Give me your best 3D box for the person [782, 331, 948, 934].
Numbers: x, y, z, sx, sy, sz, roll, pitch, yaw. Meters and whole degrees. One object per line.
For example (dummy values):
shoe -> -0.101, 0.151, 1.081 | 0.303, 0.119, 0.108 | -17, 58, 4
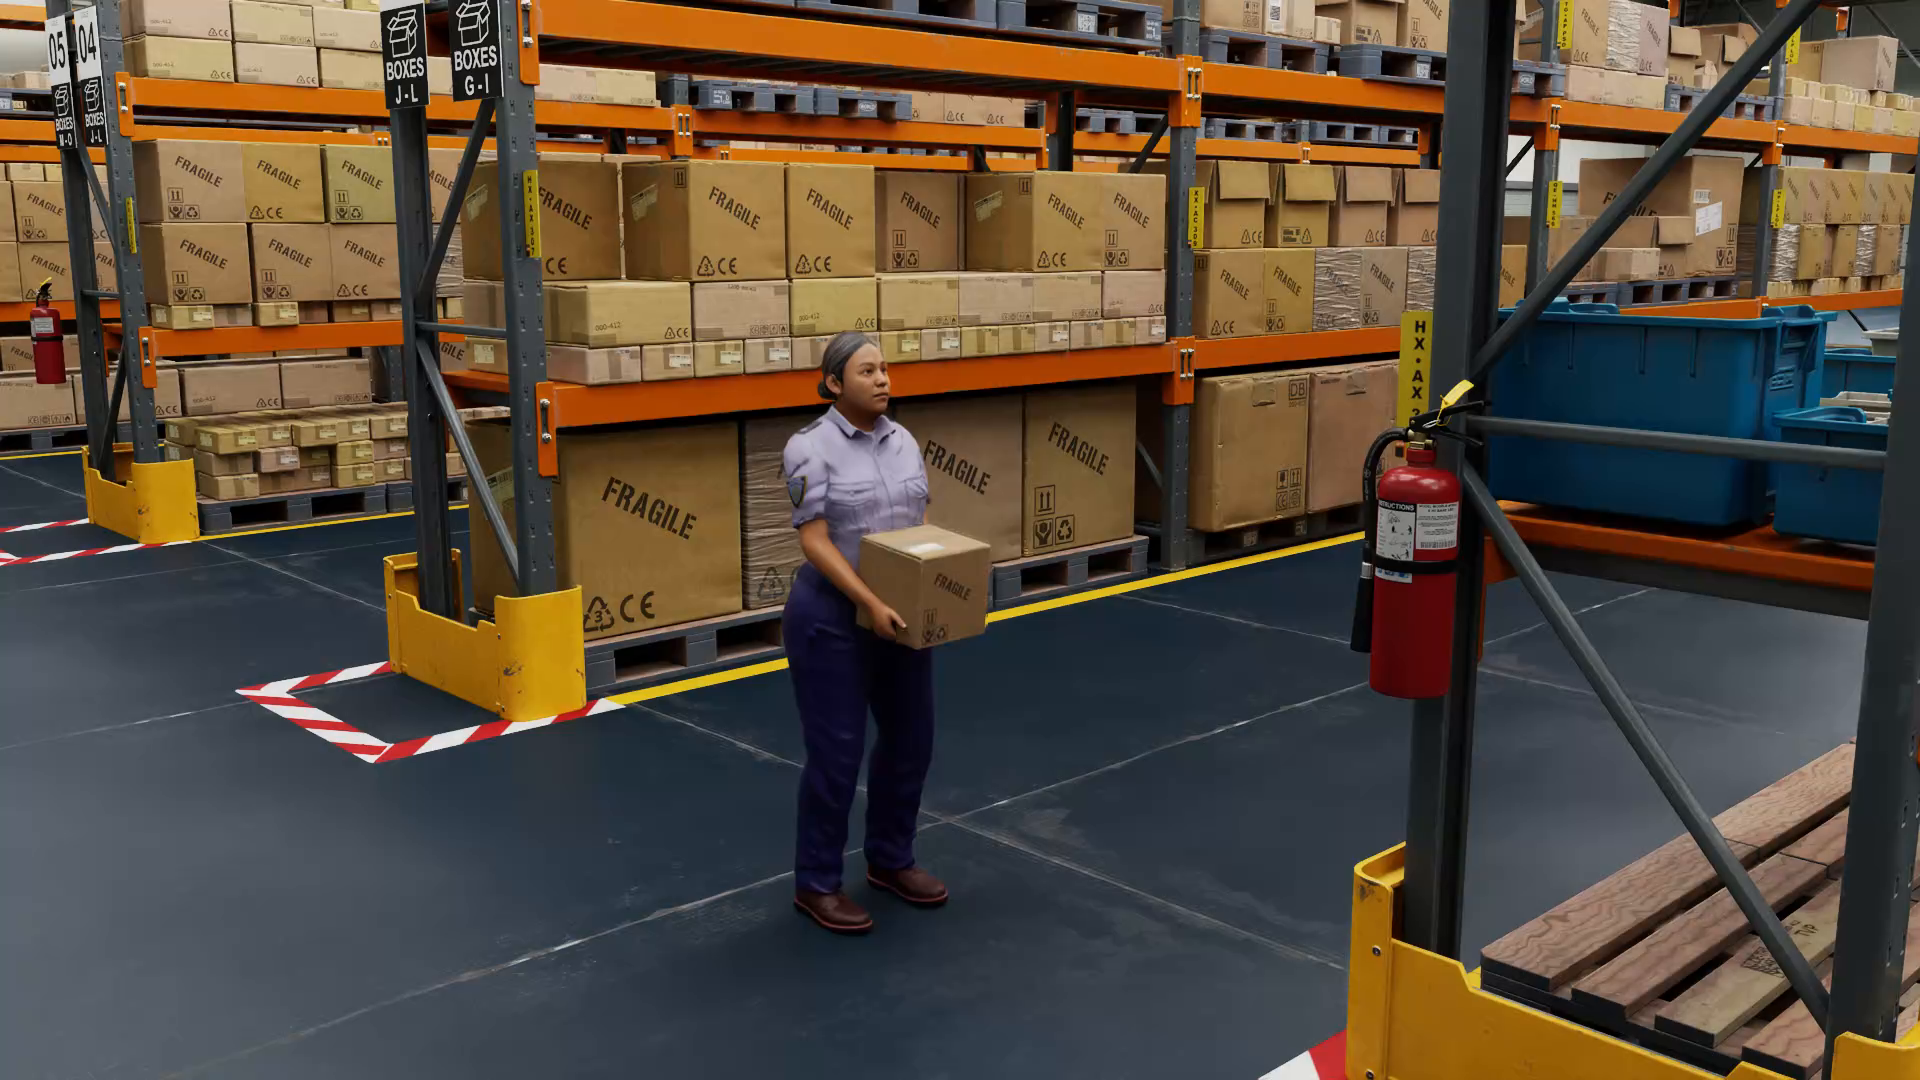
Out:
person -> -0.219, 0.258, 4.629 | 0.465, 1.631, 0.515 | -10, 15, -43
